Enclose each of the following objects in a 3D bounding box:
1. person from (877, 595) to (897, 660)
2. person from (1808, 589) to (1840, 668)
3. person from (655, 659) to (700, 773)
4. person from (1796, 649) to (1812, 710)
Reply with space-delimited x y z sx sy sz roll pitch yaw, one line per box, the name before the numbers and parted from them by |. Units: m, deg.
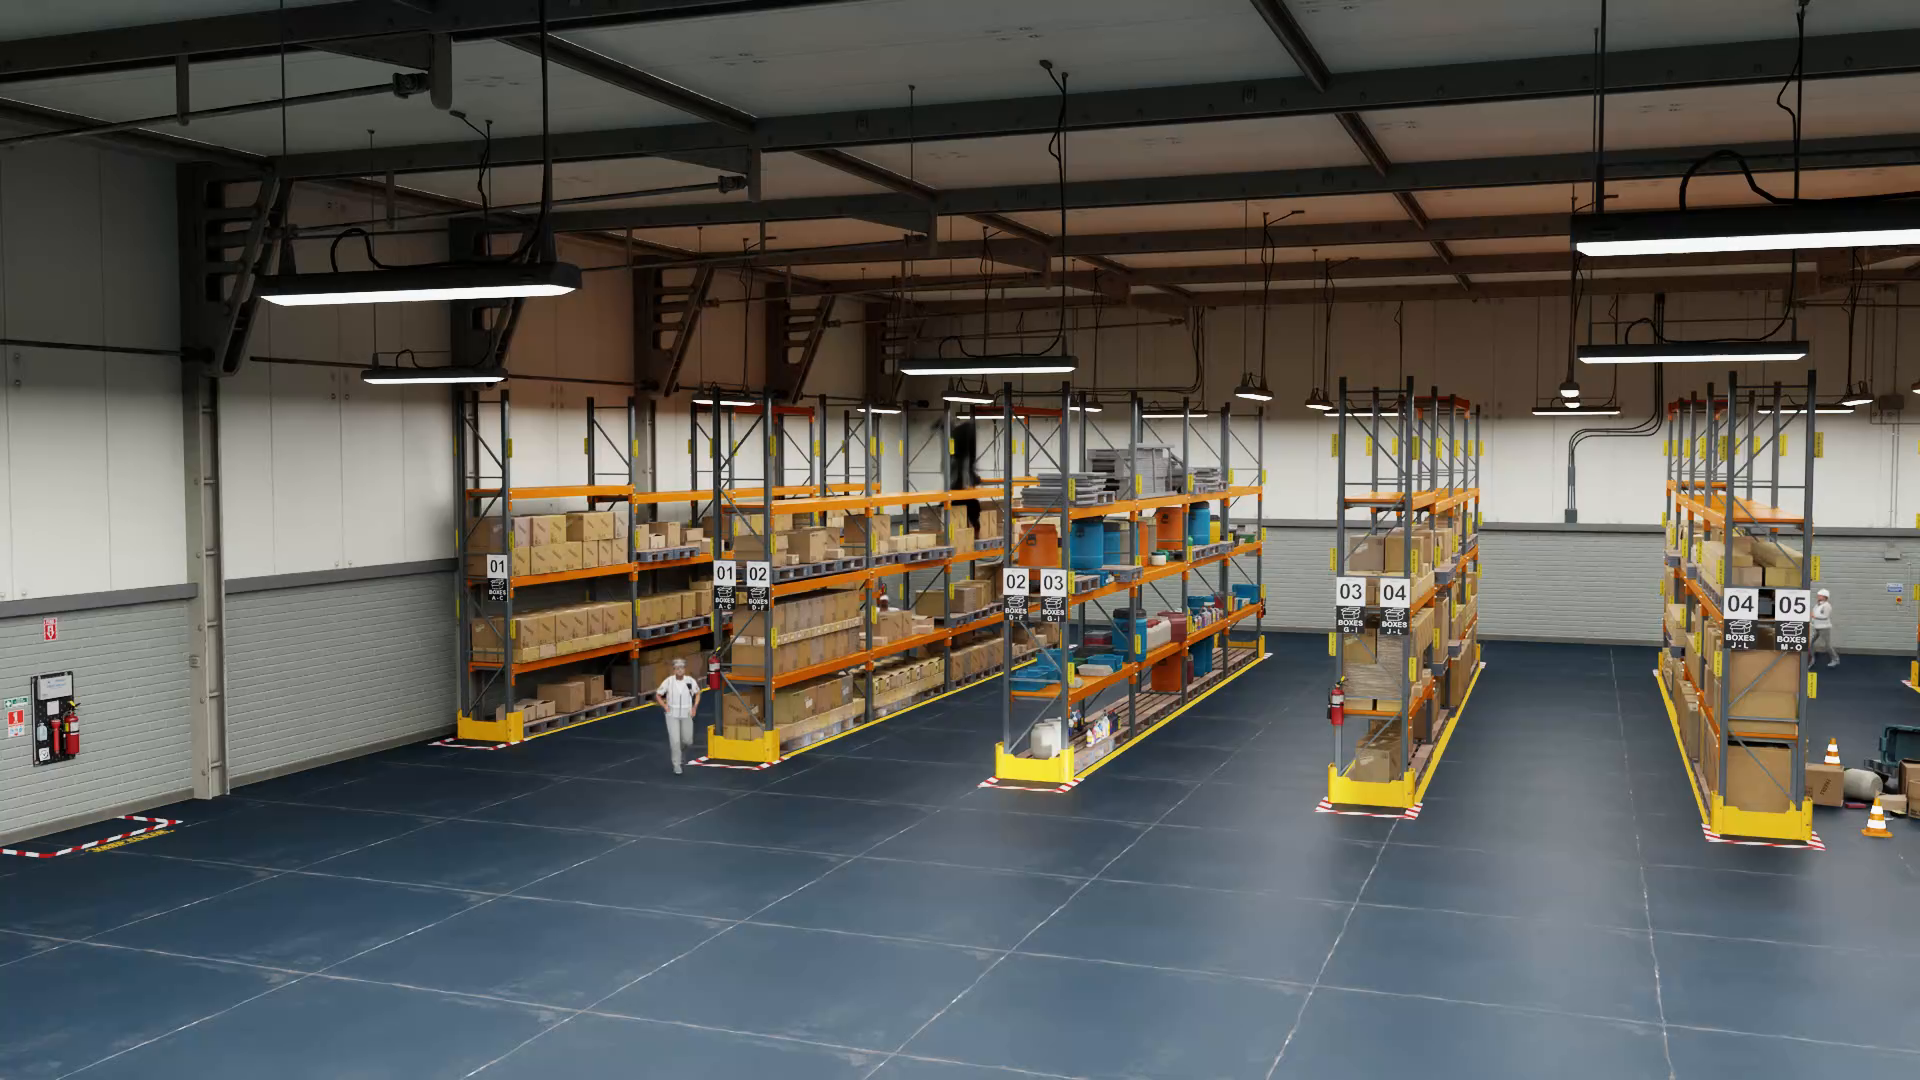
person | -1.656 2.095 36.327 0.689 1.788 0.912 1 3 12
person | 19.582 2.035 37.781 0.781 1.833 0.629 0 3 -3
person | -4.368 2.720 25.822 0.704 1.765 0.594 -1 3 -15
person | 15.348 2.470 30.731 0.706 1.747 0.927 1 3 20
